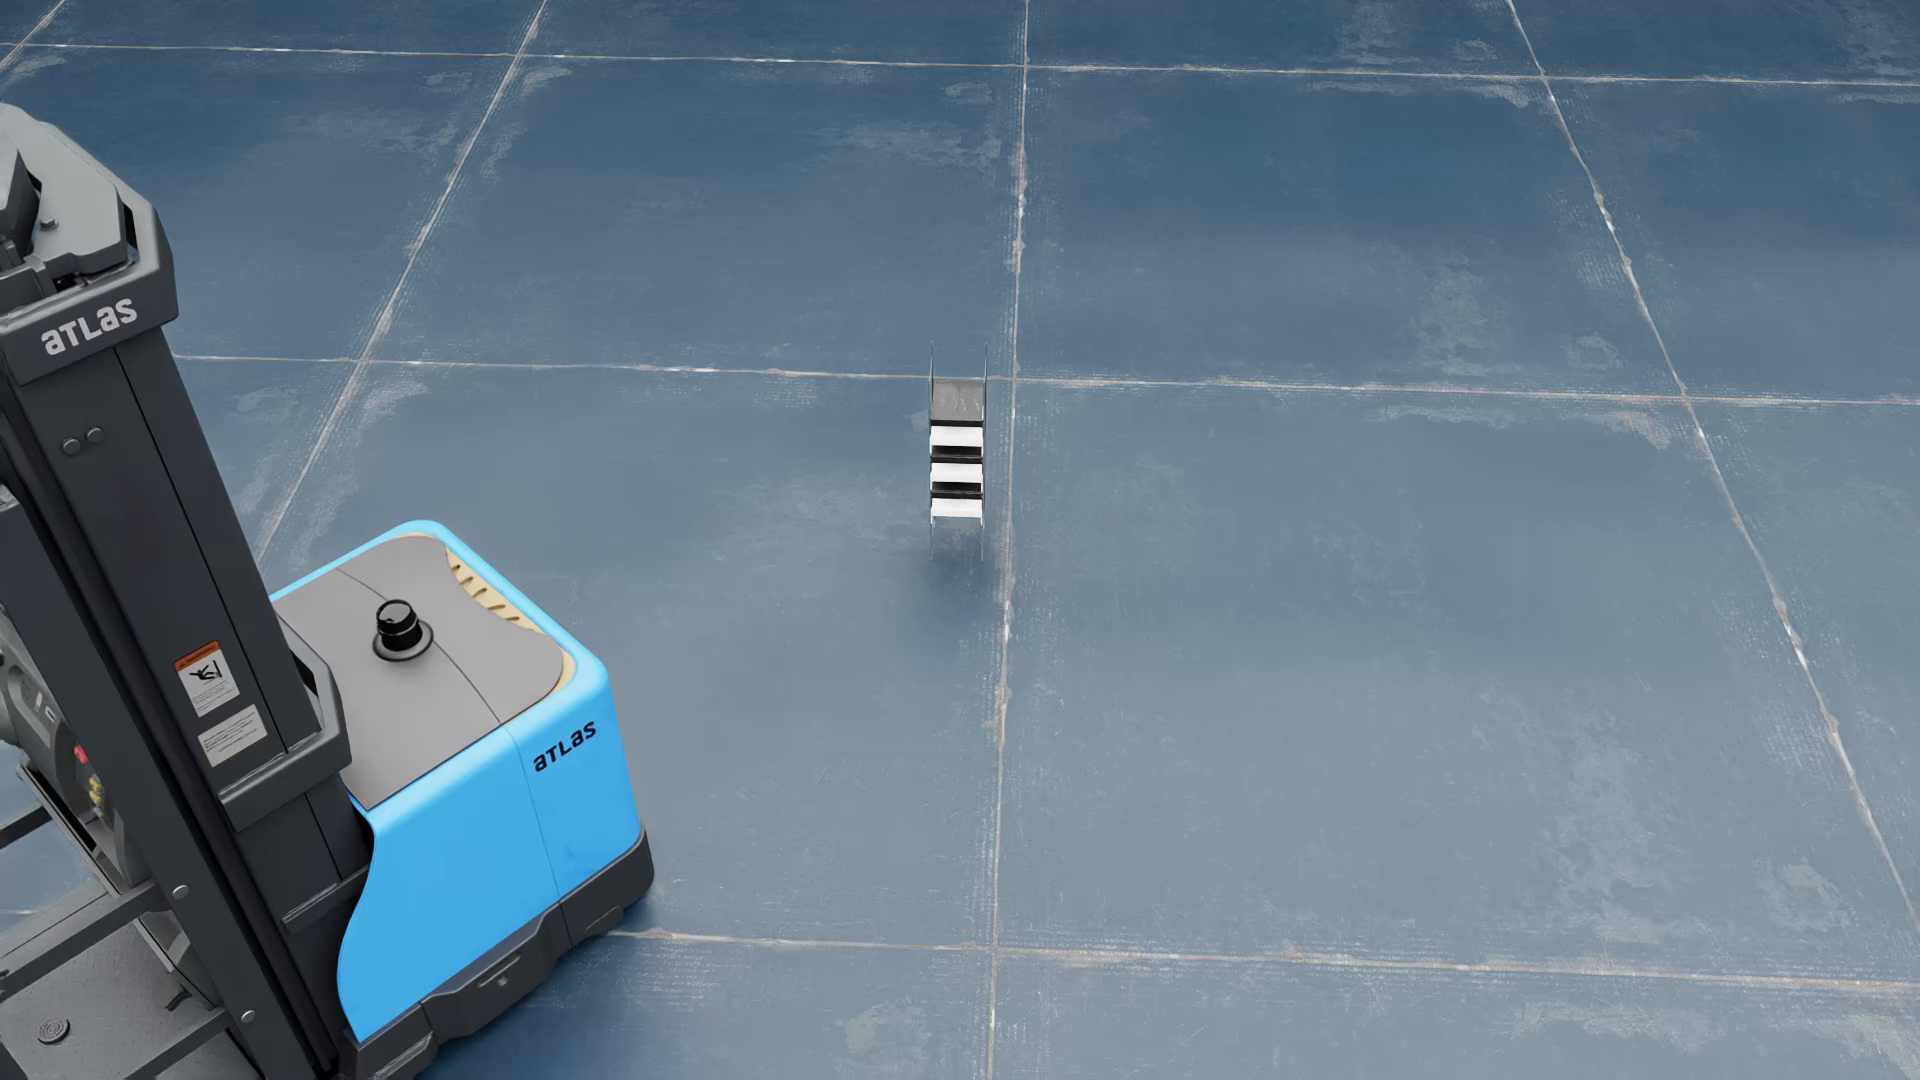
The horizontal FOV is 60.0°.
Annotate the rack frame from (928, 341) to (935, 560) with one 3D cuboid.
[{"bbox_3d":[-0.110,-0.333,6.447,0.006,0.900,0.240,2,43,2],"label":"rack frame"}]

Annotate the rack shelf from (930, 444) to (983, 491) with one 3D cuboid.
[{"bbox_3d":[-0.008,-0.305,6.466,0.200,0.077,0.258,2,43,2],"label":"rack shelf"}]

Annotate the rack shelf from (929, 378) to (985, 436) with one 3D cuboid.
[{"bbox_3d":[-0.008,-0.503,6.282,0.200,0.077,0.258,2,43,2],"label":"rack shelf"}]

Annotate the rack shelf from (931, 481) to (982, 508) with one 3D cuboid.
[{"bbox_3d":[-0.008,-0.239,6.528,0.200,0.077,0.258,2,43,2],"label":"rack shelf"}]

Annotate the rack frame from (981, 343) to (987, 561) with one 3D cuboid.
[{"bbox_3d":[0.093,-0.326,6.440,0.006,0.900,0.240,2,43,2],"label":"rack frame"}]

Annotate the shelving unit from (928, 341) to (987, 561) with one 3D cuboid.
[{"bbox_3d":[-0.008,-0.330,6.444,0.210,0.900,0.258,2,43,2],"label":"shelving unit"}]

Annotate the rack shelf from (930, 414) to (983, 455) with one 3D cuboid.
[{"bbox_3d":[-0.008,-0.437,6.344,0.200,0.077,0.258,2,43,2],"label":"rack shelf"}]

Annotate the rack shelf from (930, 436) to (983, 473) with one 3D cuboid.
[{"bbox_3d":[-0.008,-0.371,6.405,0.200,0.077,0.258,2,43,2],"label":"rack shelf"}]

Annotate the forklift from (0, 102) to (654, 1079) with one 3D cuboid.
[{"bbox_3d":[-2.397,0.568,3.990,1.130,2.935,3.031,34,53,31],"label":"forklift"}]

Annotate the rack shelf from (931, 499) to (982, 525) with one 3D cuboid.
[{"bbox_3d":[-0.008,-0.173,6.589,0.200,0.077,0.258,2,43,2],"label":"rack shelf"}]
